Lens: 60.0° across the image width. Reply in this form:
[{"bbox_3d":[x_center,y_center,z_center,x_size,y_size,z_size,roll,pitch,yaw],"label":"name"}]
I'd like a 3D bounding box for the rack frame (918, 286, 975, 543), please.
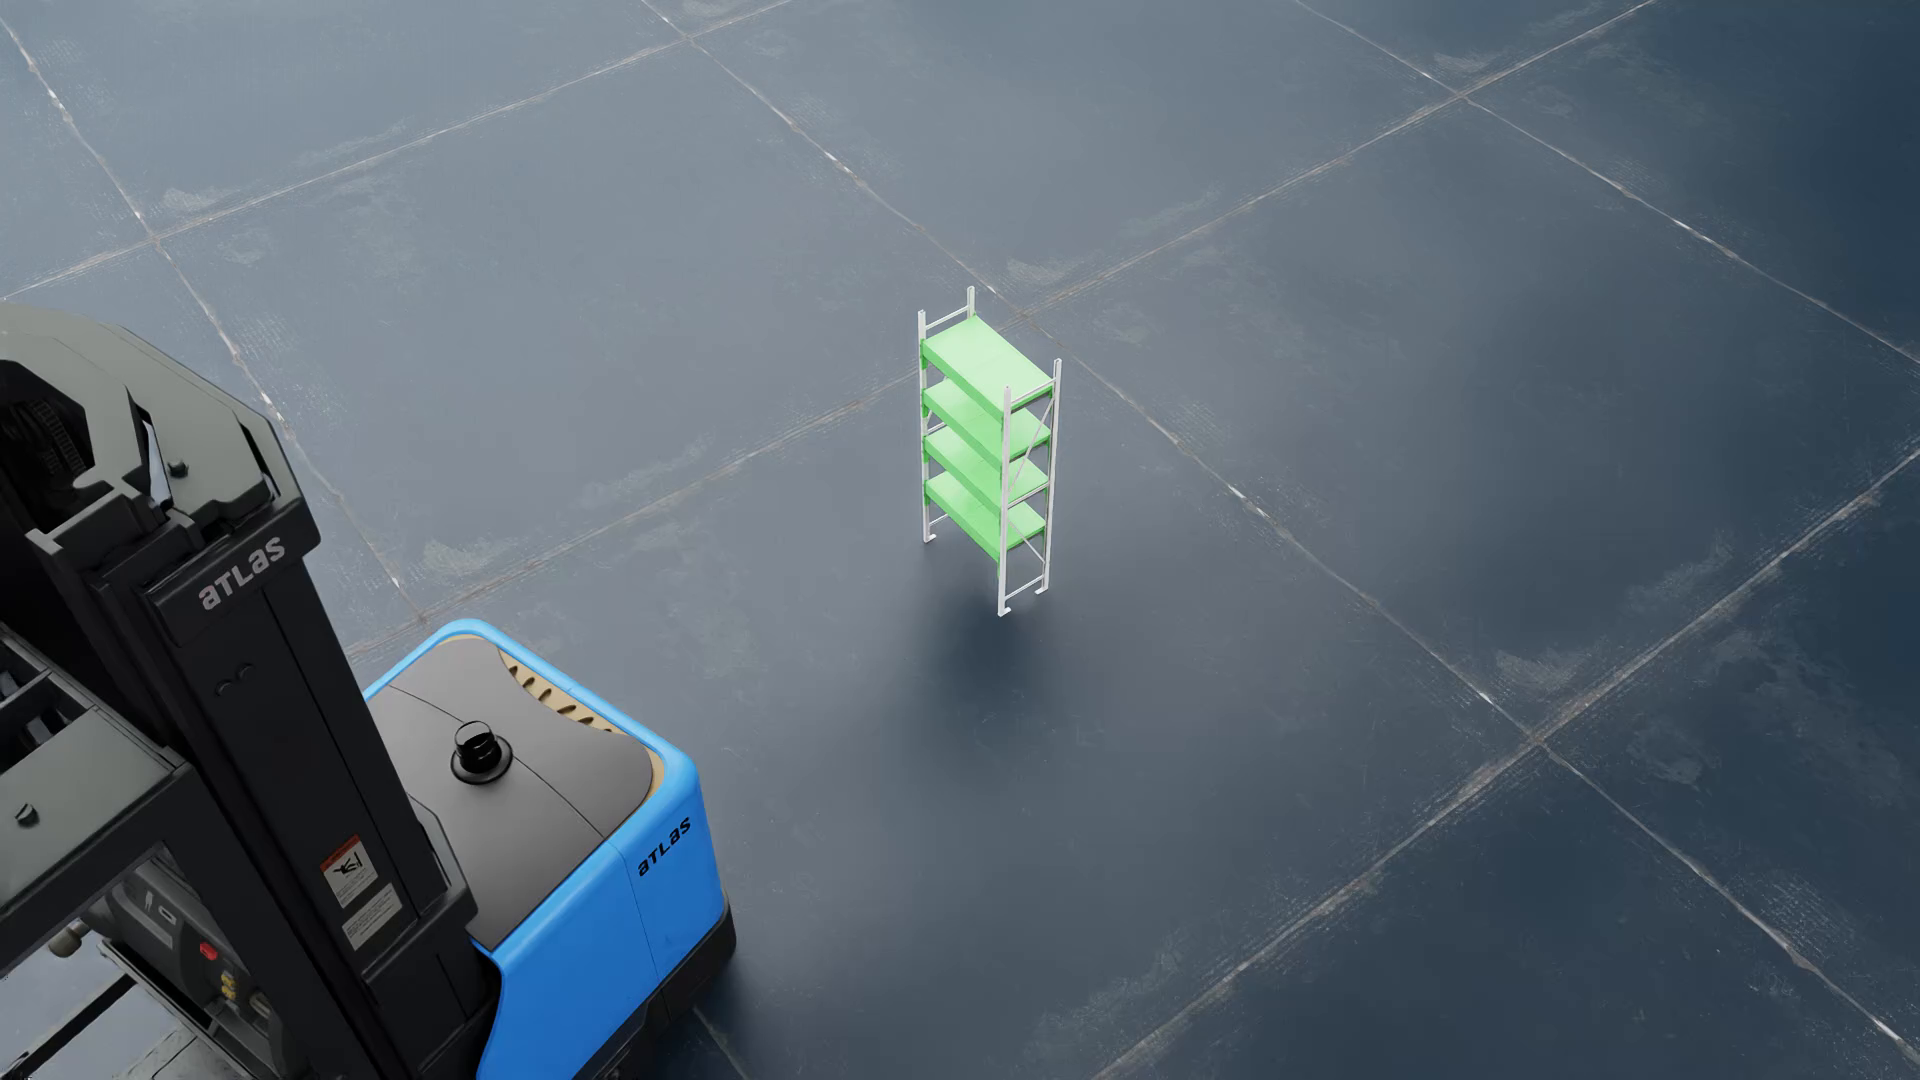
[{"bbox_3d":[-0.048,-0.449,6.346,0.240,1.200,0.015,-29,54,-24],"label":"rack frame"}]

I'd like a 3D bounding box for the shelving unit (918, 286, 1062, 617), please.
[{"bbox_3d":[0.100,-0.305,6.216,0.258,1.200,0.503,-29,54,-24],"label":"shelving unit"}]

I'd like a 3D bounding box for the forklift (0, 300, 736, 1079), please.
[{"bbox_3d":[-2.010,1.045,3.823,1.130,2.935,3.031,29,54,23],"label":"forklift"}]

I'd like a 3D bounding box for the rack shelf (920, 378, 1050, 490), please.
[{"bbox_3d":[0.100,-0.424,6.085,0.258,0.148,0.480,-29,54,-24],"label":"rack shelf"}]

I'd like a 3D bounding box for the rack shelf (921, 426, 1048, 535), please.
[{"bbox_3d":[0.100,-0.262,6.263,0.258,0.148,0.480,-29,54,-24],"label":"rack shelf"}]

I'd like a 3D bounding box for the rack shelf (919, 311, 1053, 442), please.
[{"bbox_3d":[0.100,-0.585,5.908,0.258,0.148,0.480,-29,54,-24],"label":"rack shelf"}]

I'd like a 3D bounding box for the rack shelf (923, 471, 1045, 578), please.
[{"bbox_3d":[0.100,-0.101,6.441,0.258,0.148,0.480,-29,54,-24],"label":"rack shelf"}]

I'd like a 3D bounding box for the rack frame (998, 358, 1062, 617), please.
[{"bbox_3d":[0.248,-0.162,6.085,0.240,1.200,0.015,-29,54,-24],"label":"rack frame"}]
